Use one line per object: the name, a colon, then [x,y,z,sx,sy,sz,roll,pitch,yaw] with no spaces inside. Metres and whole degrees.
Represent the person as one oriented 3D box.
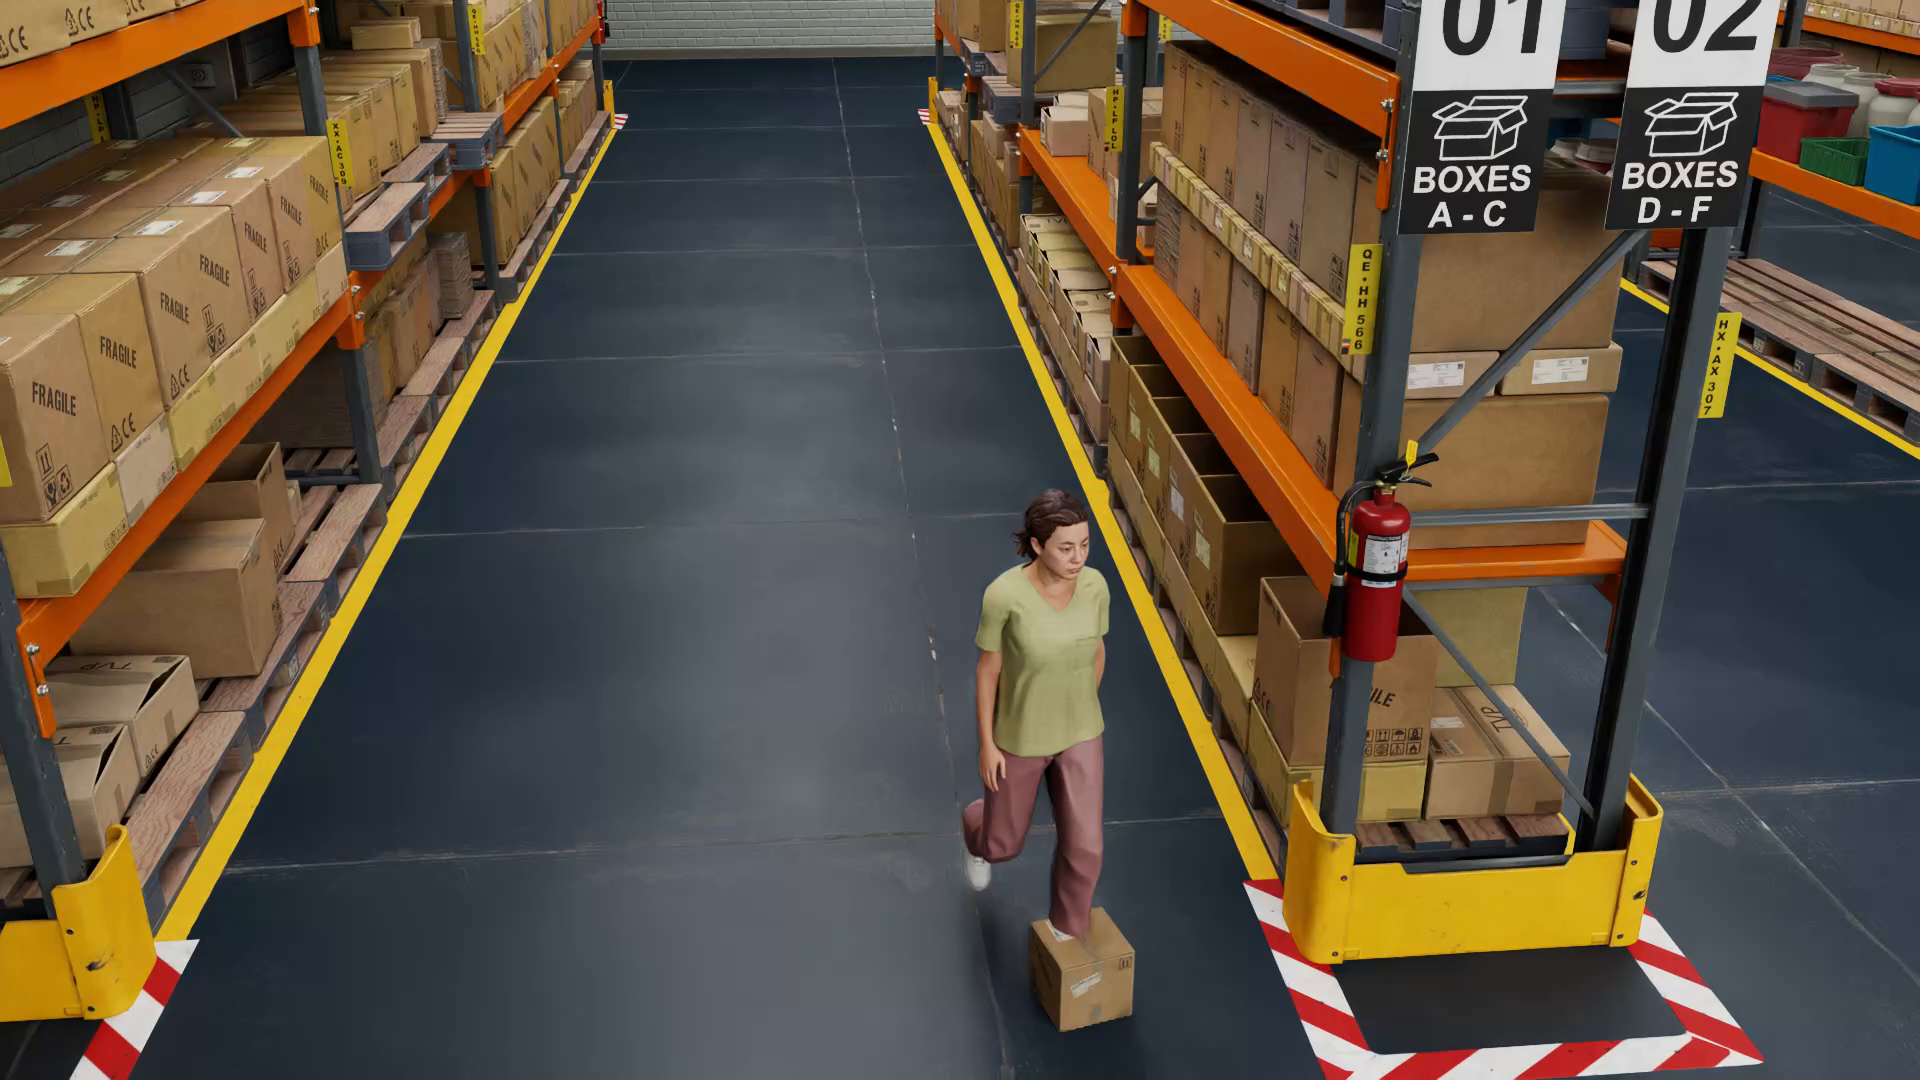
person: [0.253,0.586,5.242,0.449,1.638,0.833,-5,24,-12]
